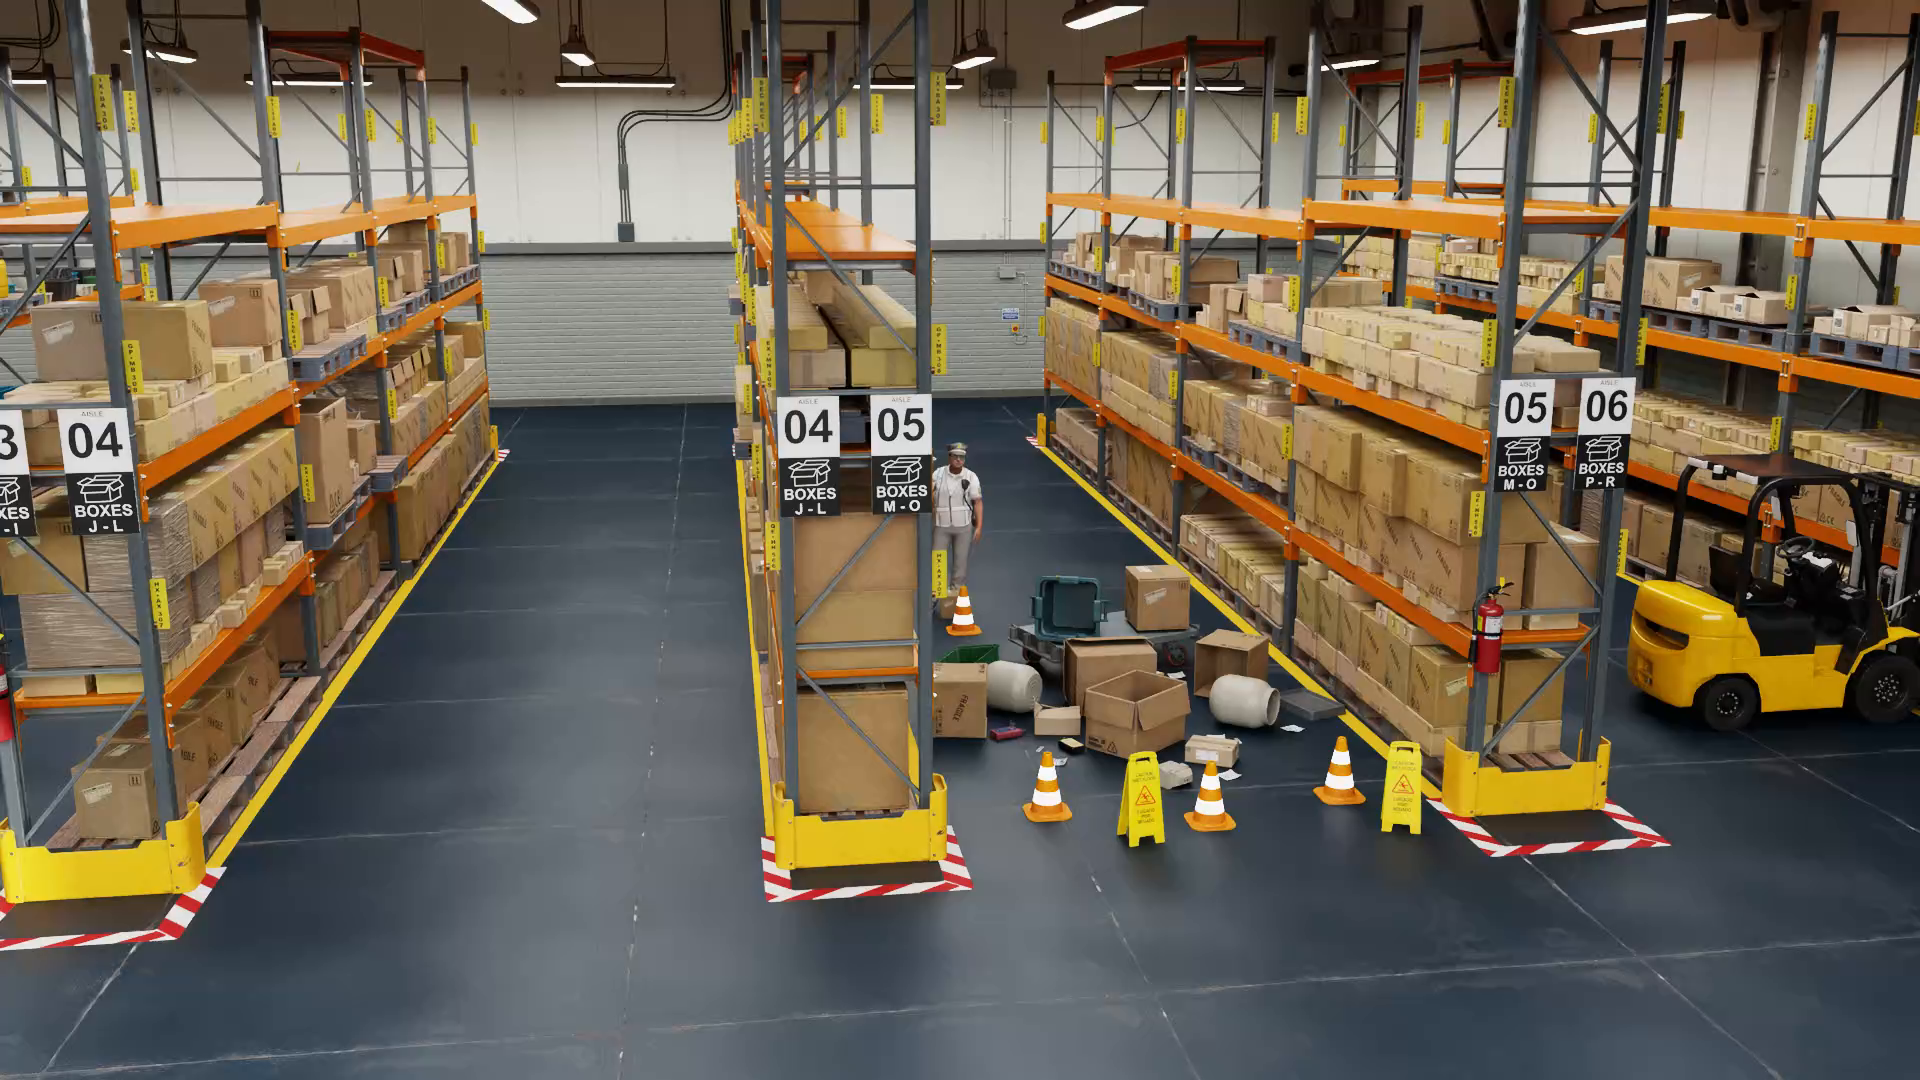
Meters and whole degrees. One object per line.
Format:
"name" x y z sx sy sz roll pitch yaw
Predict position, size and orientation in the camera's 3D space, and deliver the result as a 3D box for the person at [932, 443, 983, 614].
"person" -0.087 -0.129 17.419 0.640 1.781 0.575 1 13 4
